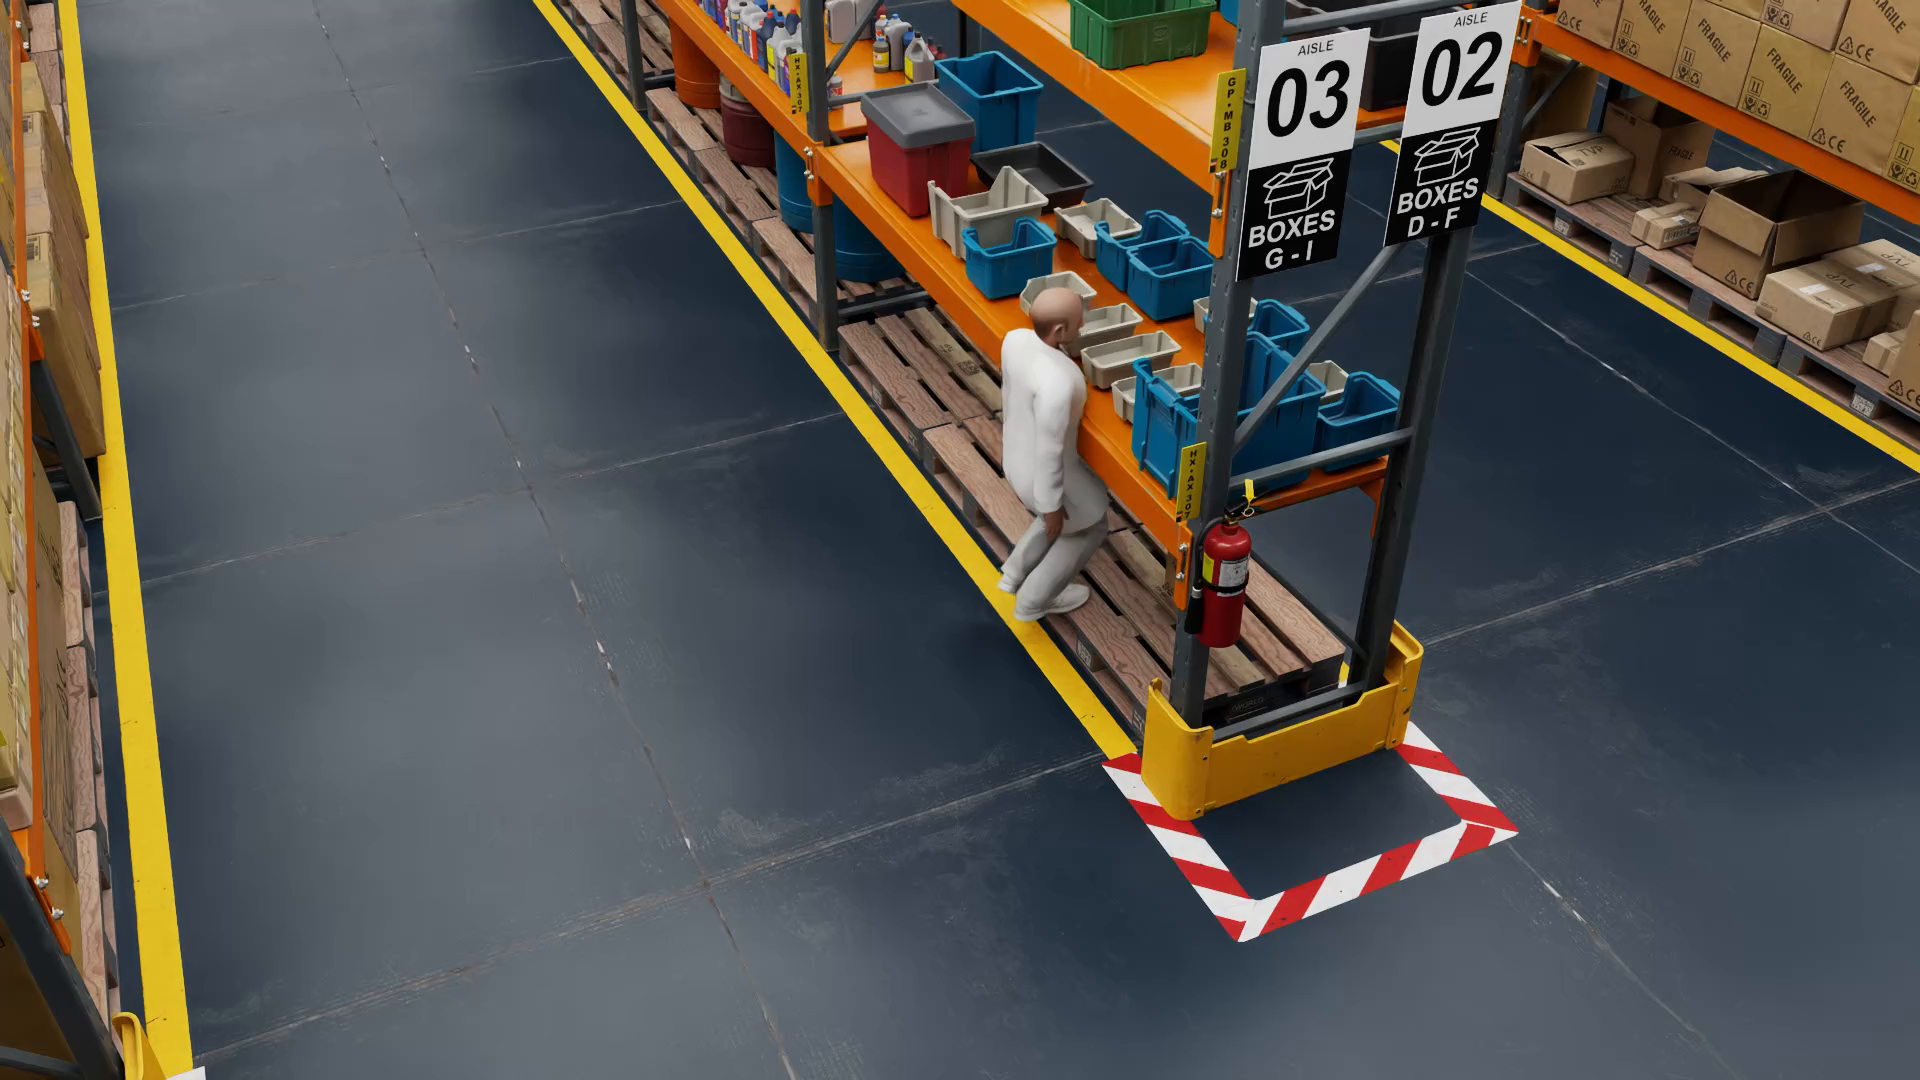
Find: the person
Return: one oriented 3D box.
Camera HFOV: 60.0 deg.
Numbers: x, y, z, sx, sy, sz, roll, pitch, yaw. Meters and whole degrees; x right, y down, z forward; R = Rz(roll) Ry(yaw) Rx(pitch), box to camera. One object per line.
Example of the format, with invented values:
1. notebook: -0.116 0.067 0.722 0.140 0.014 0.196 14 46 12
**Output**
1. person: 0.421 -0.332 7.139 0.459 1.708 0.618 -12 38 -16
